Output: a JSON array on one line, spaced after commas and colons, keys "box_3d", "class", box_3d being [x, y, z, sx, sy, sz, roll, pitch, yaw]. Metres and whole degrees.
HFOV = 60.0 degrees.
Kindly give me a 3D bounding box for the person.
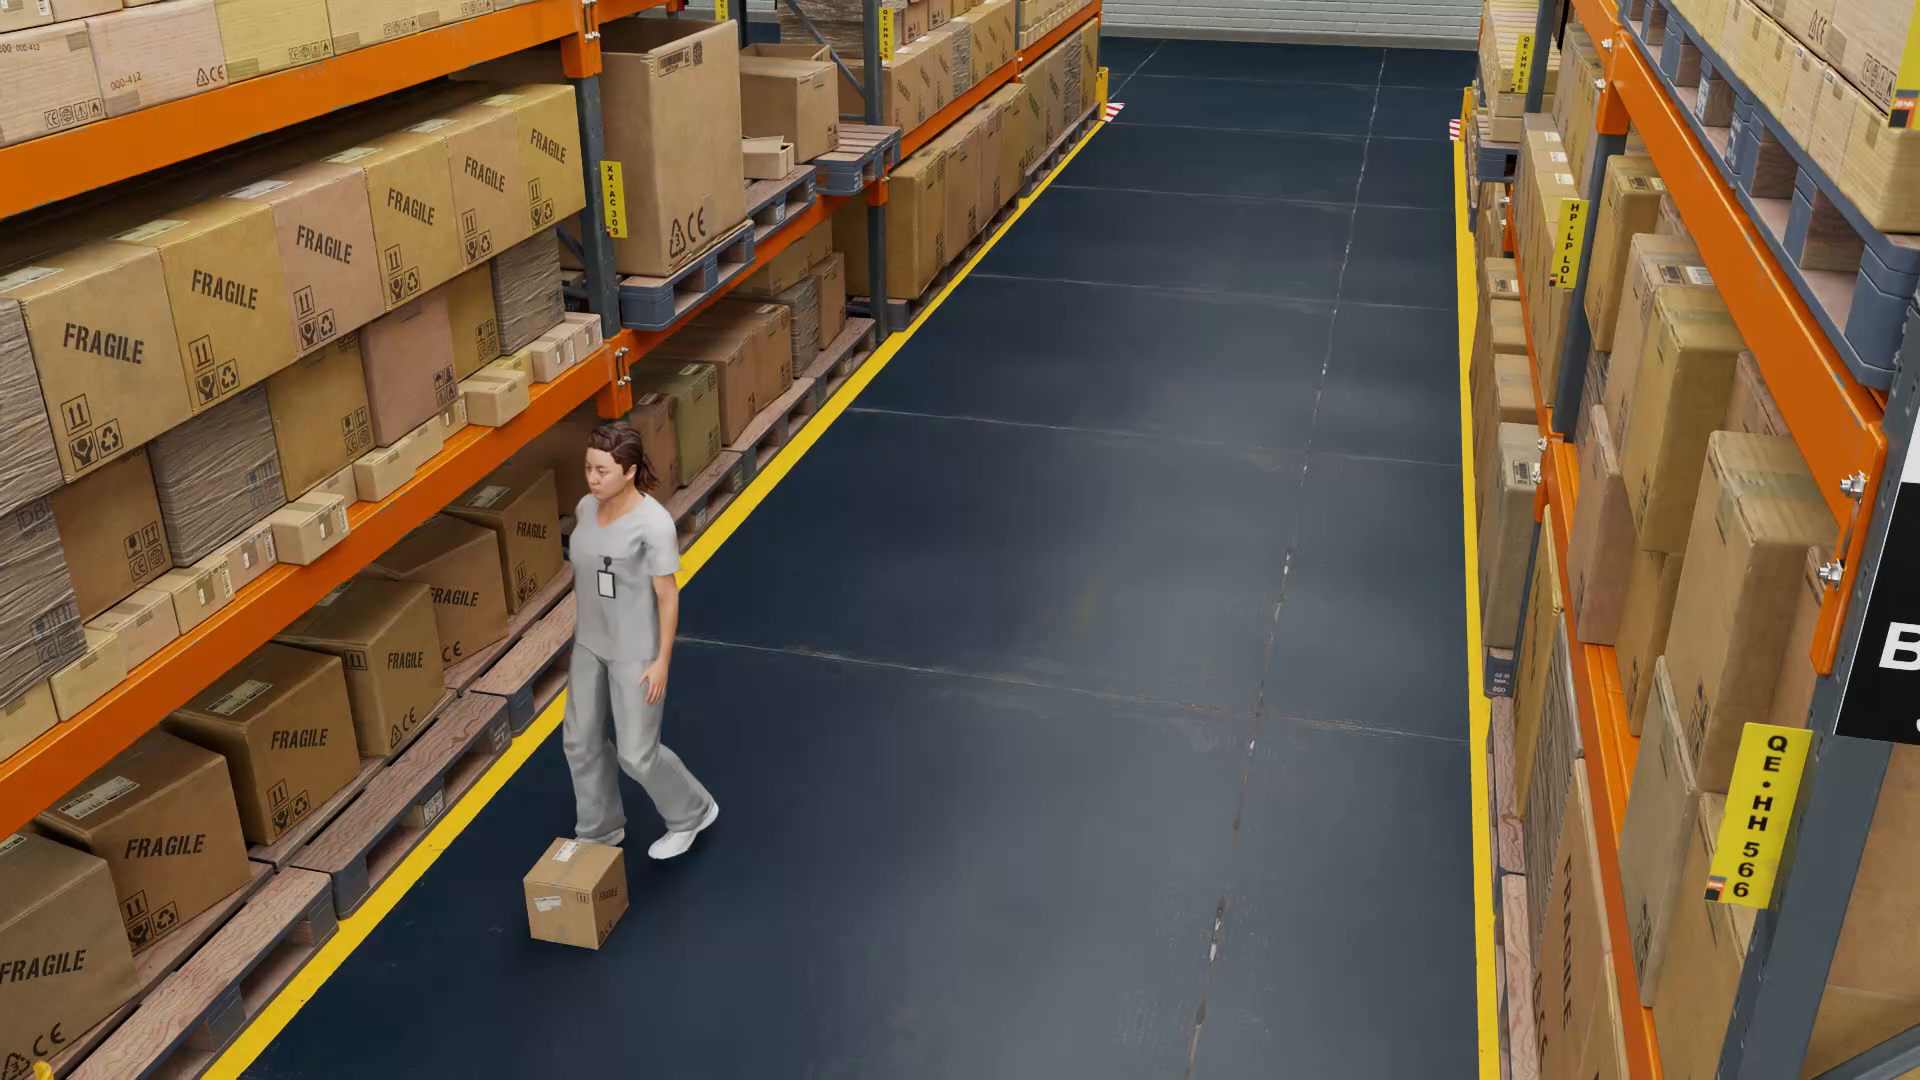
[{"box_3d": [-1.203, 0.399, 5.806, 0.469, 1.668, 0.540, 16, 30, 30], "class": "person"}]
